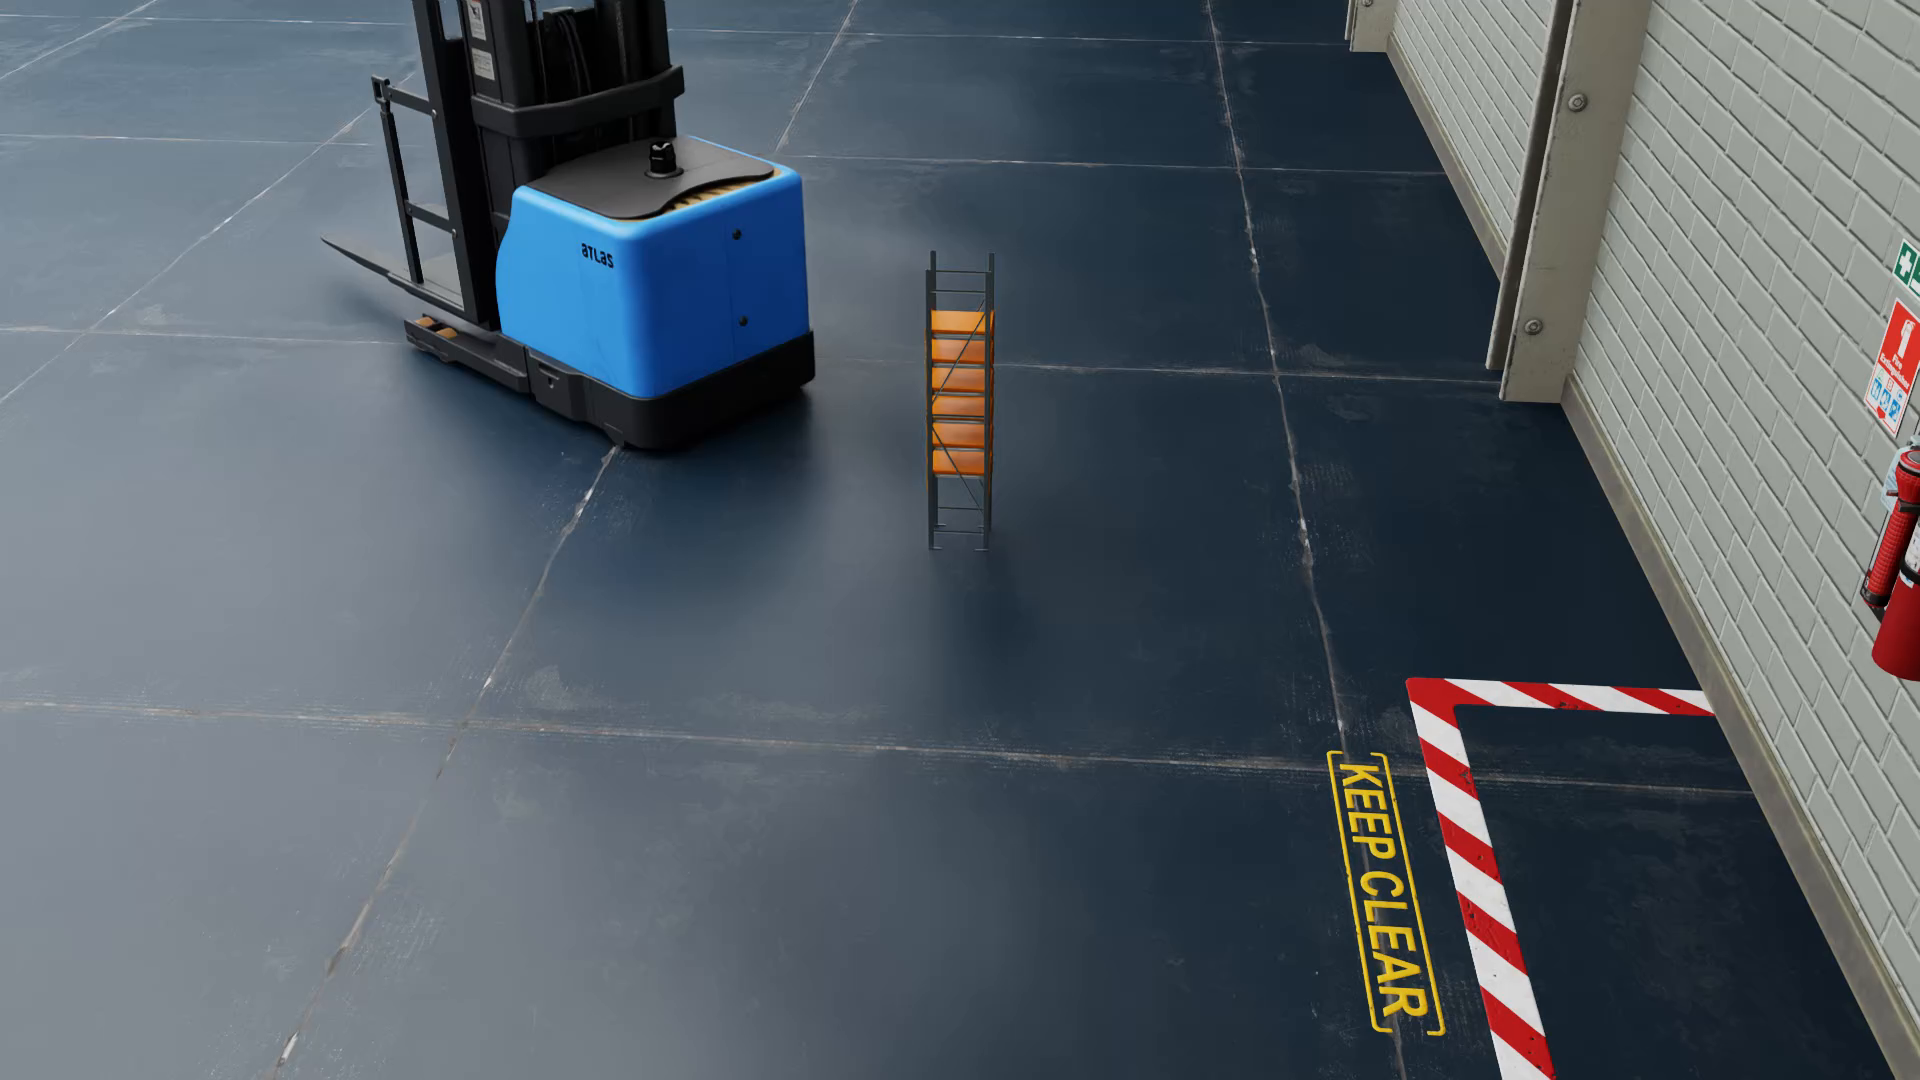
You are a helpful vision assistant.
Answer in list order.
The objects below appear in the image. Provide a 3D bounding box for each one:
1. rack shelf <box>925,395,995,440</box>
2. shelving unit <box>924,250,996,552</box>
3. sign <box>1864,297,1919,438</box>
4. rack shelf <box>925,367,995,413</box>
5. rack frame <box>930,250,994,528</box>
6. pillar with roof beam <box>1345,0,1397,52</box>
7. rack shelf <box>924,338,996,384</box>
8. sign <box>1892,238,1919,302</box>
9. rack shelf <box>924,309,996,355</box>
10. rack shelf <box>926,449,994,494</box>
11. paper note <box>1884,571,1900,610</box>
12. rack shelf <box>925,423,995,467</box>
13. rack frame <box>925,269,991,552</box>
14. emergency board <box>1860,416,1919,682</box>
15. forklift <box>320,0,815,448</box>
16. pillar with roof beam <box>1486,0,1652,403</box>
[{"bbox_3d":[0.001,-0.481,6.471,0.258,0.103,0.180,2,32,4],"label":"rack shelf"},{"bbox_3d":[0.001,-0.518,6.447,0.258,1.200,0.189,2,32,4],"label":"shelving unit"},{"bbox_3d":[2.610,-0.481,4.638,0.001,0.329,0.234,2,32,4],"label":"sign"},{"bbox_3d":[0.001,-0.583,6.408,0.258,0.103,0.180,2,32,4],"label":"rack shelf"},{"bbox_3d":[0.009,-0.566,6.525,0.240,1.200,0.006,2,32,4],"label":"rack frame"},{"bbox_3d":[-1.090,-7.904,10.998,9.100,9.000,0.400,2,32,4],"label":"pillar with roof beam"},{"bbox_3d":[0.001,-0.685,6.345,0.258,0.103,0.180,2,32,4],"label":"rack shelf"},{"bbox_3d":[2.601,-0.705,4.496,0.001,0.109,0.331,2,32,4],"label":"sign"},{"bbox_3d":[0.001,-0.787,6.282,0.258,0.103,0.180,2,32,4],"label":"rack shelf"},{"bbox_3d":[0.001,-0.276,6.597,0.258,0.103,0.180,2,32,4],"label":"rack shelf"},{"bbox_3d":[2.546,0.104,4.562,0.016,0.148,0.142,2,32,4],"label":"paper note"},{"bbox_3d":[0.001,-0.378,6.534,0.258,0.103,0.180,2,32,4],"label":"rack shelf"},{"bbox_3d":[-0.006,-0.471,6.370,0.240,1.200,0.006,2,32,4],"label":"rack frame"},{"bbox_3d":[2.463,-0.182,4.186,0.194,1.169,0.643,2,32,4],"label":"emergency board"},{"bbox_3d":[-2.116,-2.299,7.687,3.031,2.935,1.130,25,40,35],"label":"forklift"},{"bbox_3d":[-1.579,-4.766,5.907,9.100,9.000,0.400,2,32,4],"label":"pillar with roof beam"}]
